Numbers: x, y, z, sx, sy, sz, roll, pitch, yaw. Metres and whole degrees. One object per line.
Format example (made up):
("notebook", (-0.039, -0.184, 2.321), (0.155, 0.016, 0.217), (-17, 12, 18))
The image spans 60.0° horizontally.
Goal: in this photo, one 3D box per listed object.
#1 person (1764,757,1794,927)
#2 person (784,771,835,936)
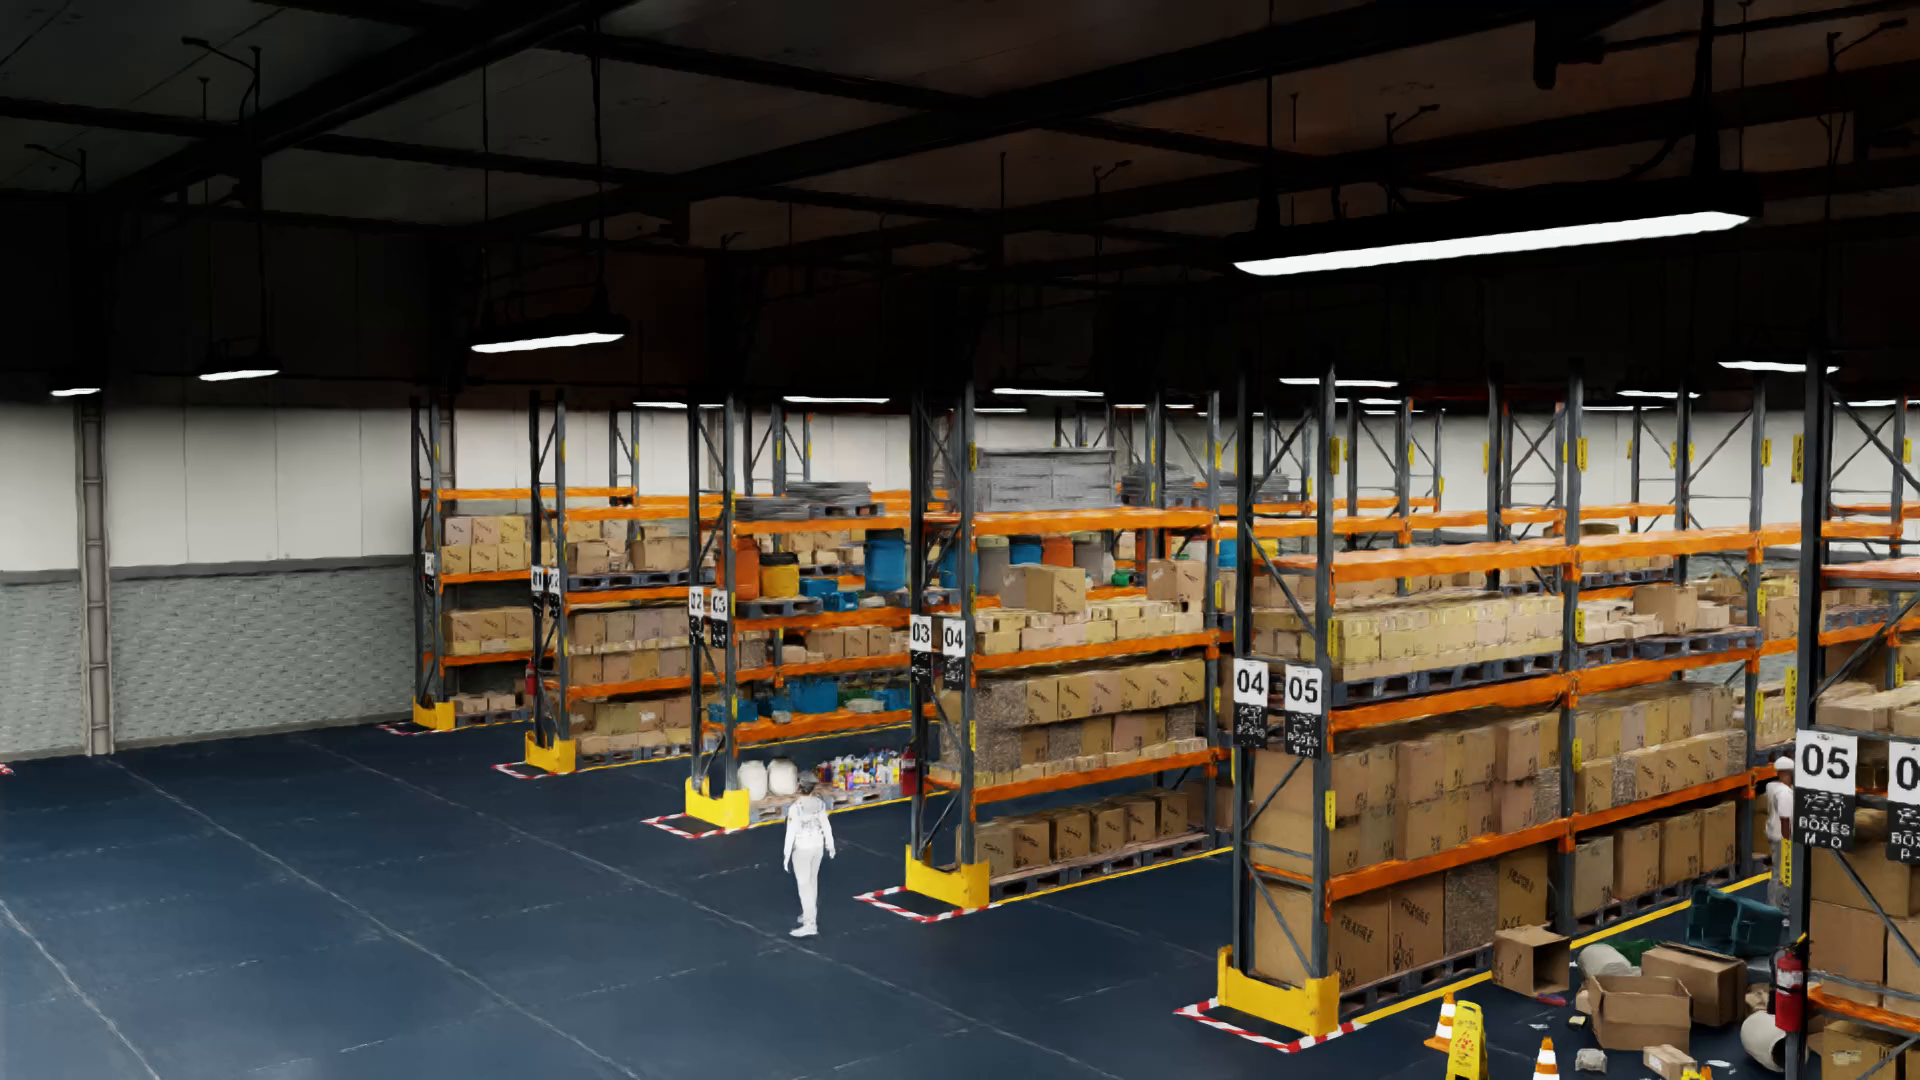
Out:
("person", (8.883, 3.210, 17.842), (0.447, 1.771, 0.632), (1, 4, 19))
("person", (-1.608, 3.291, 17.624), (0.694, 1.661, 0.600), (-3, 5, -45))
